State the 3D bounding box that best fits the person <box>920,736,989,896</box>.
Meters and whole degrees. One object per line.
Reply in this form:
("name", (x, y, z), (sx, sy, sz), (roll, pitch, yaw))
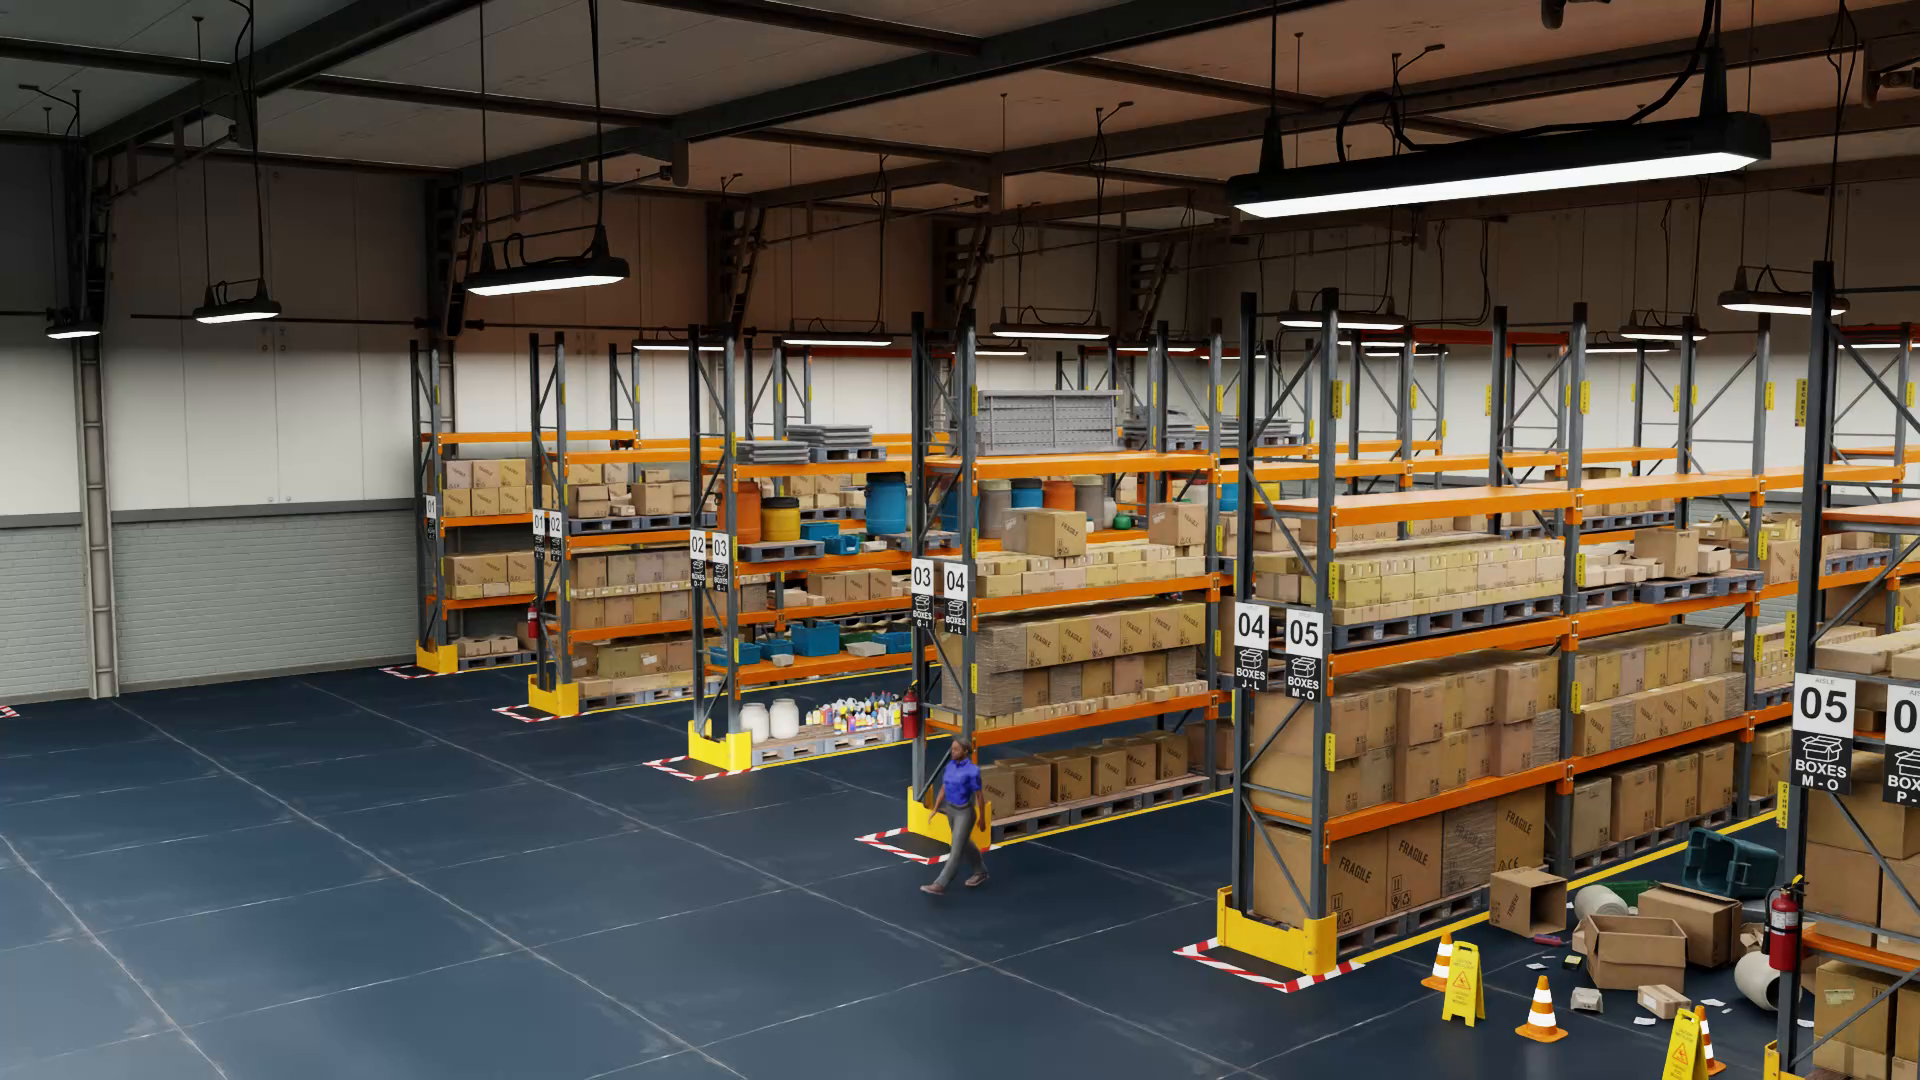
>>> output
("person", (-0.076, 2.790, 16.862), (1.038, 1.601, 0.456), (-4, 7, -37))
